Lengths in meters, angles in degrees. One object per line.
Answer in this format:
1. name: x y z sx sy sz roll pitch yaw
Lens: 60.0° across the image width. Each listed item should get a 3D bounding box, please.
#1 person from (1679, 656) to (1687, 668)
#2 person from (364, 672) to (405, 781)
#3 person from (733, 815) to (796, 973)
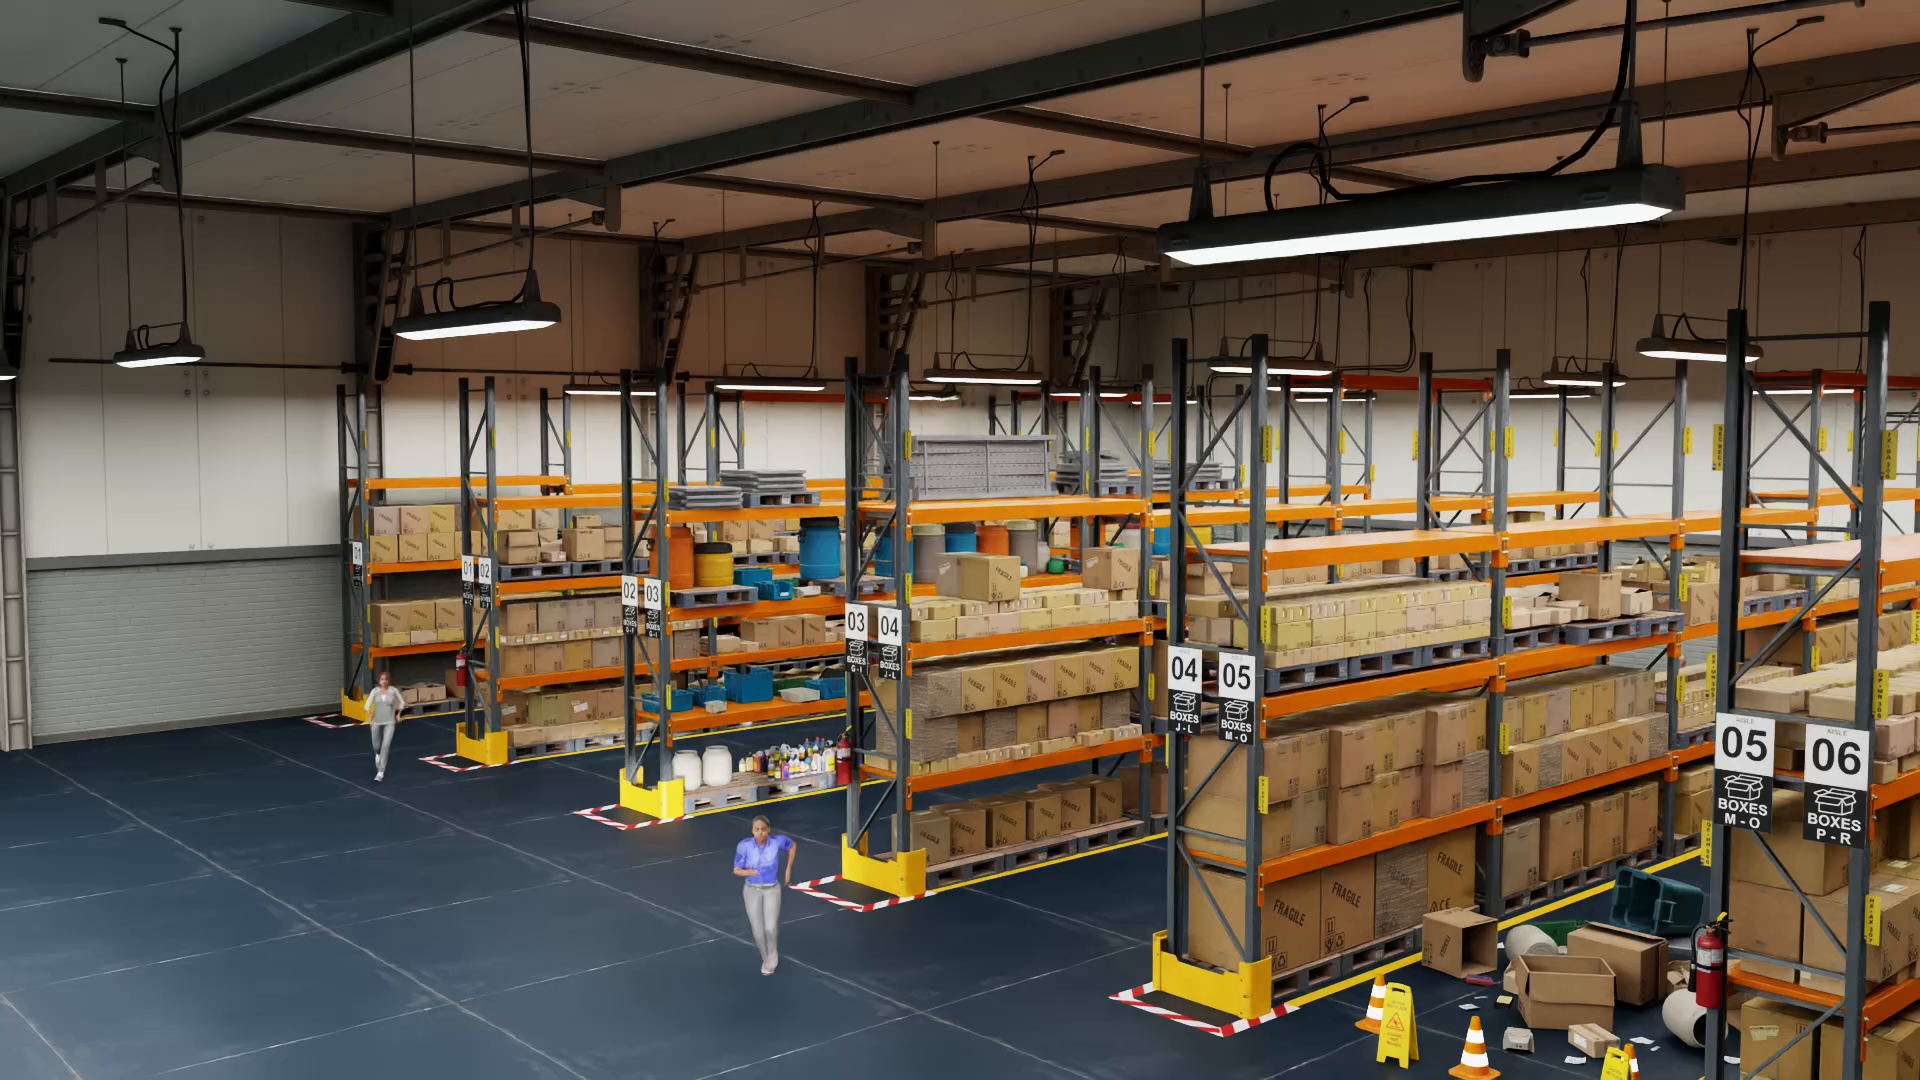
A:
1. person: 10.879 2.727 25.088 1.043 1.601 0.717 -3 5 -39
2. person: -8.604 2.754 24.870 0.565 1.579 0.818 -1 4 -14
3. person: -1.832 3.338 15.610 0.562 1.587 0.790 0 4 -1
